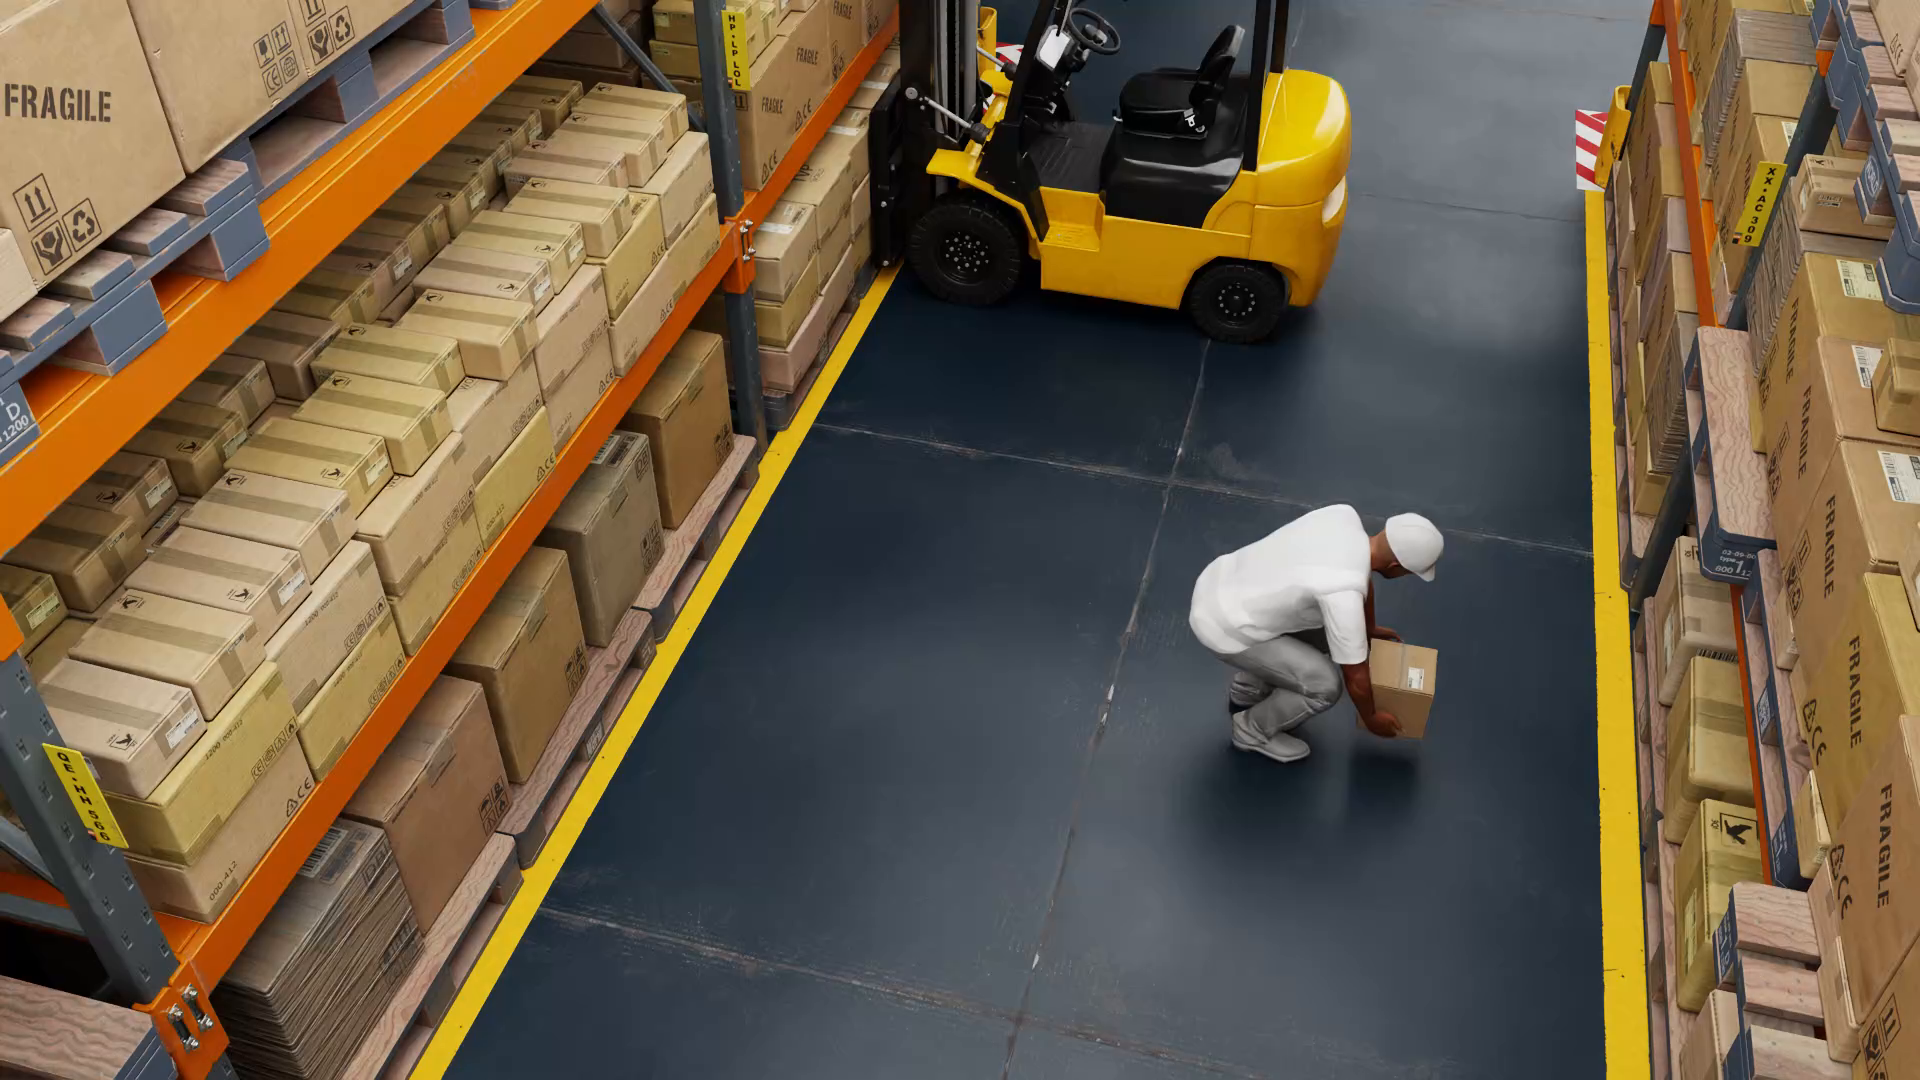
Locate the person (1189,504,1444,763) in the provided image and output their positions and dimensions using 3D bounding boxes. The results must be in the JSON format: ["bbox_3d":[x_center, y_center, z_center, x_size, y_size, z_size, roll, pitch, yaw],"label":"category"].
[{"bbox_3d":[1.307,0.302,6.294,0.860,1.111,0.603,10,42,11],"label":"person"}]
